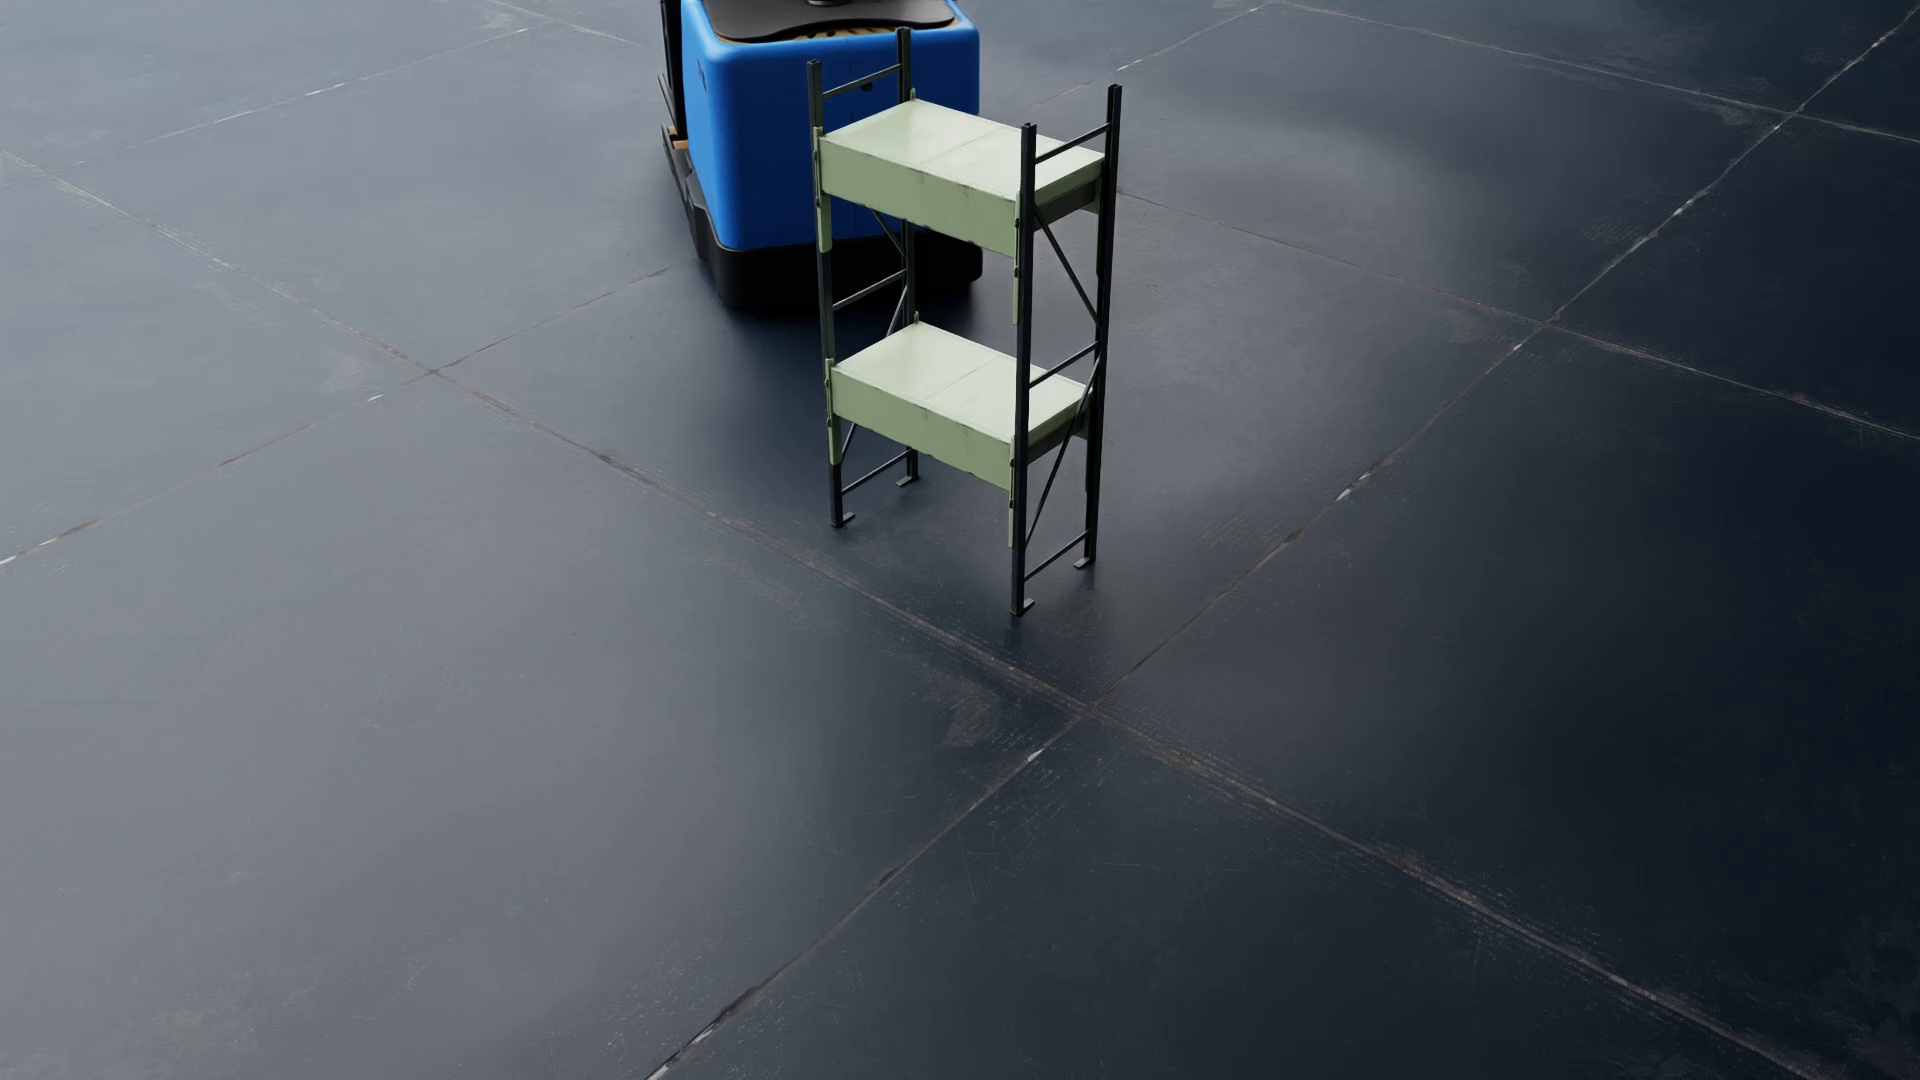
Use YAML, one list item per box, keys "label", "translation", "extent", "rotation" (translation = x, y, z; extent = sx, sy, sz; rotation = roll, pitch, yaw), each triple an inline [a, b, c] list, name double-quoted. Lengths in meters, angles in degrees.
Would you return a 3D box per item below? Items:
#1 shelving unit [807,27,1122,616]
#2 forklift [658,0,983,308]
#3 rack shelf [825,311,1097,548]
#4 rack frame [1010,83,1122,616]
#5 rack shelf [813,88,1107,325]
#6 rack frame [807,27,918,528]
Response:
- label: "shelving unit"
  translation: [0.005, -0.616, 4.822]
  extent: [0.755, 1.500, 0.431]
  rotation: [25, 42, 32]
- label: "forklift"
  translation: [-0.779, -2.934, 6.934]
  extent: [1.130, 2.935, 3.031]
  rotation: [-8, 35, -12]
- label: "rack shelf"
  translation: [0.005, -0.347, 5.006]
  extent: [0.720, 0.370, 0.431]
  rotation: [25, 42, 32]
- label: "rack frame"
  translation: [0.286, -0.483, 4.629]
  extent: [0.023, 1.500, 0.400]
  rotation: [25, 42, 32]
- label: "rack shelf"
  translation: [0.005, -0.938, 4.601]
  extent: [0.720, 0.370, 0.431]
  rotation: [25, 42, 32]
- label: "rack frame"
  translation: [-0.276, -0.748, 5.015]
  extent: [0.023, 1.500, 0.400]
  rotation: [25, 42, 32]
